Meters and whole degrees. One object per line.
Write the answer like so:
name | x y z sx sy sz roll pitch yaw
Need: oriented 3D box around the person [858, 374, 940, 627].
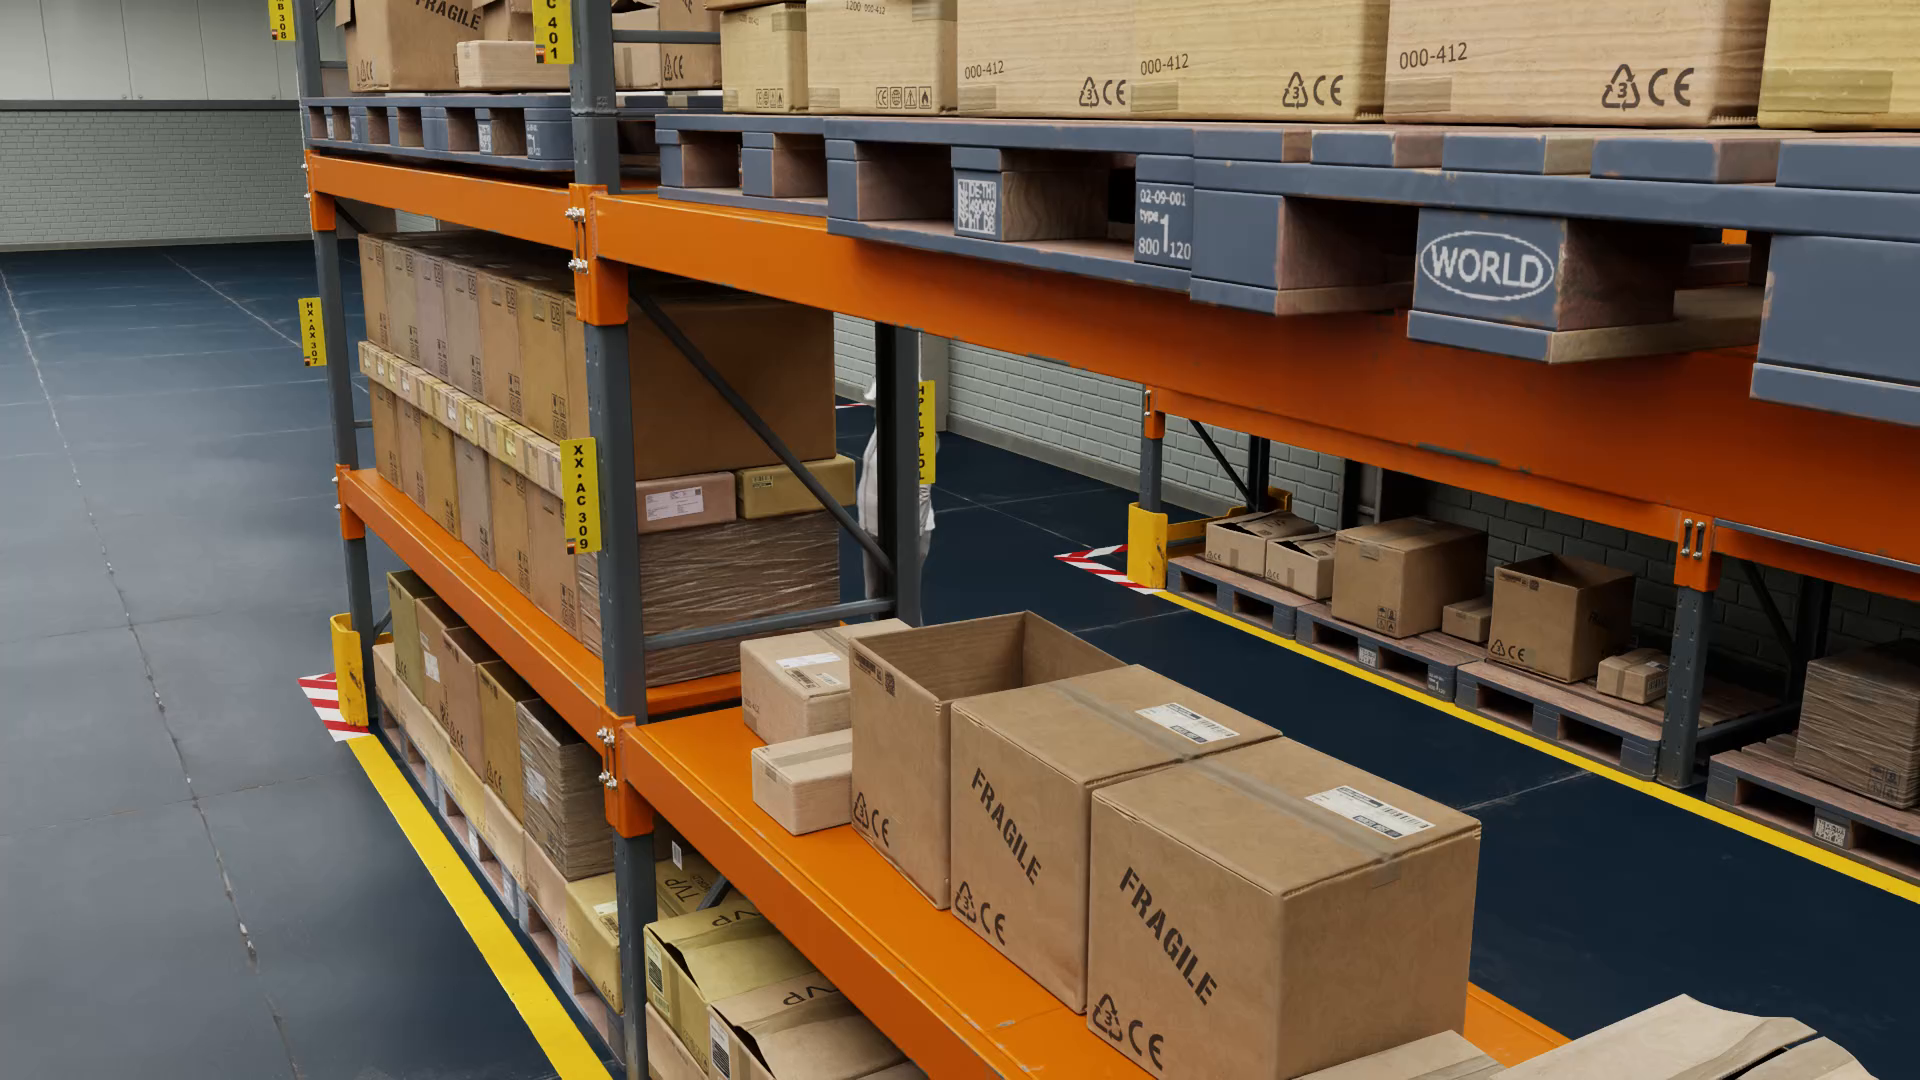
person | -0.325 -0.049 8.671 0.357 1.764 0.533 -8 17 -29
